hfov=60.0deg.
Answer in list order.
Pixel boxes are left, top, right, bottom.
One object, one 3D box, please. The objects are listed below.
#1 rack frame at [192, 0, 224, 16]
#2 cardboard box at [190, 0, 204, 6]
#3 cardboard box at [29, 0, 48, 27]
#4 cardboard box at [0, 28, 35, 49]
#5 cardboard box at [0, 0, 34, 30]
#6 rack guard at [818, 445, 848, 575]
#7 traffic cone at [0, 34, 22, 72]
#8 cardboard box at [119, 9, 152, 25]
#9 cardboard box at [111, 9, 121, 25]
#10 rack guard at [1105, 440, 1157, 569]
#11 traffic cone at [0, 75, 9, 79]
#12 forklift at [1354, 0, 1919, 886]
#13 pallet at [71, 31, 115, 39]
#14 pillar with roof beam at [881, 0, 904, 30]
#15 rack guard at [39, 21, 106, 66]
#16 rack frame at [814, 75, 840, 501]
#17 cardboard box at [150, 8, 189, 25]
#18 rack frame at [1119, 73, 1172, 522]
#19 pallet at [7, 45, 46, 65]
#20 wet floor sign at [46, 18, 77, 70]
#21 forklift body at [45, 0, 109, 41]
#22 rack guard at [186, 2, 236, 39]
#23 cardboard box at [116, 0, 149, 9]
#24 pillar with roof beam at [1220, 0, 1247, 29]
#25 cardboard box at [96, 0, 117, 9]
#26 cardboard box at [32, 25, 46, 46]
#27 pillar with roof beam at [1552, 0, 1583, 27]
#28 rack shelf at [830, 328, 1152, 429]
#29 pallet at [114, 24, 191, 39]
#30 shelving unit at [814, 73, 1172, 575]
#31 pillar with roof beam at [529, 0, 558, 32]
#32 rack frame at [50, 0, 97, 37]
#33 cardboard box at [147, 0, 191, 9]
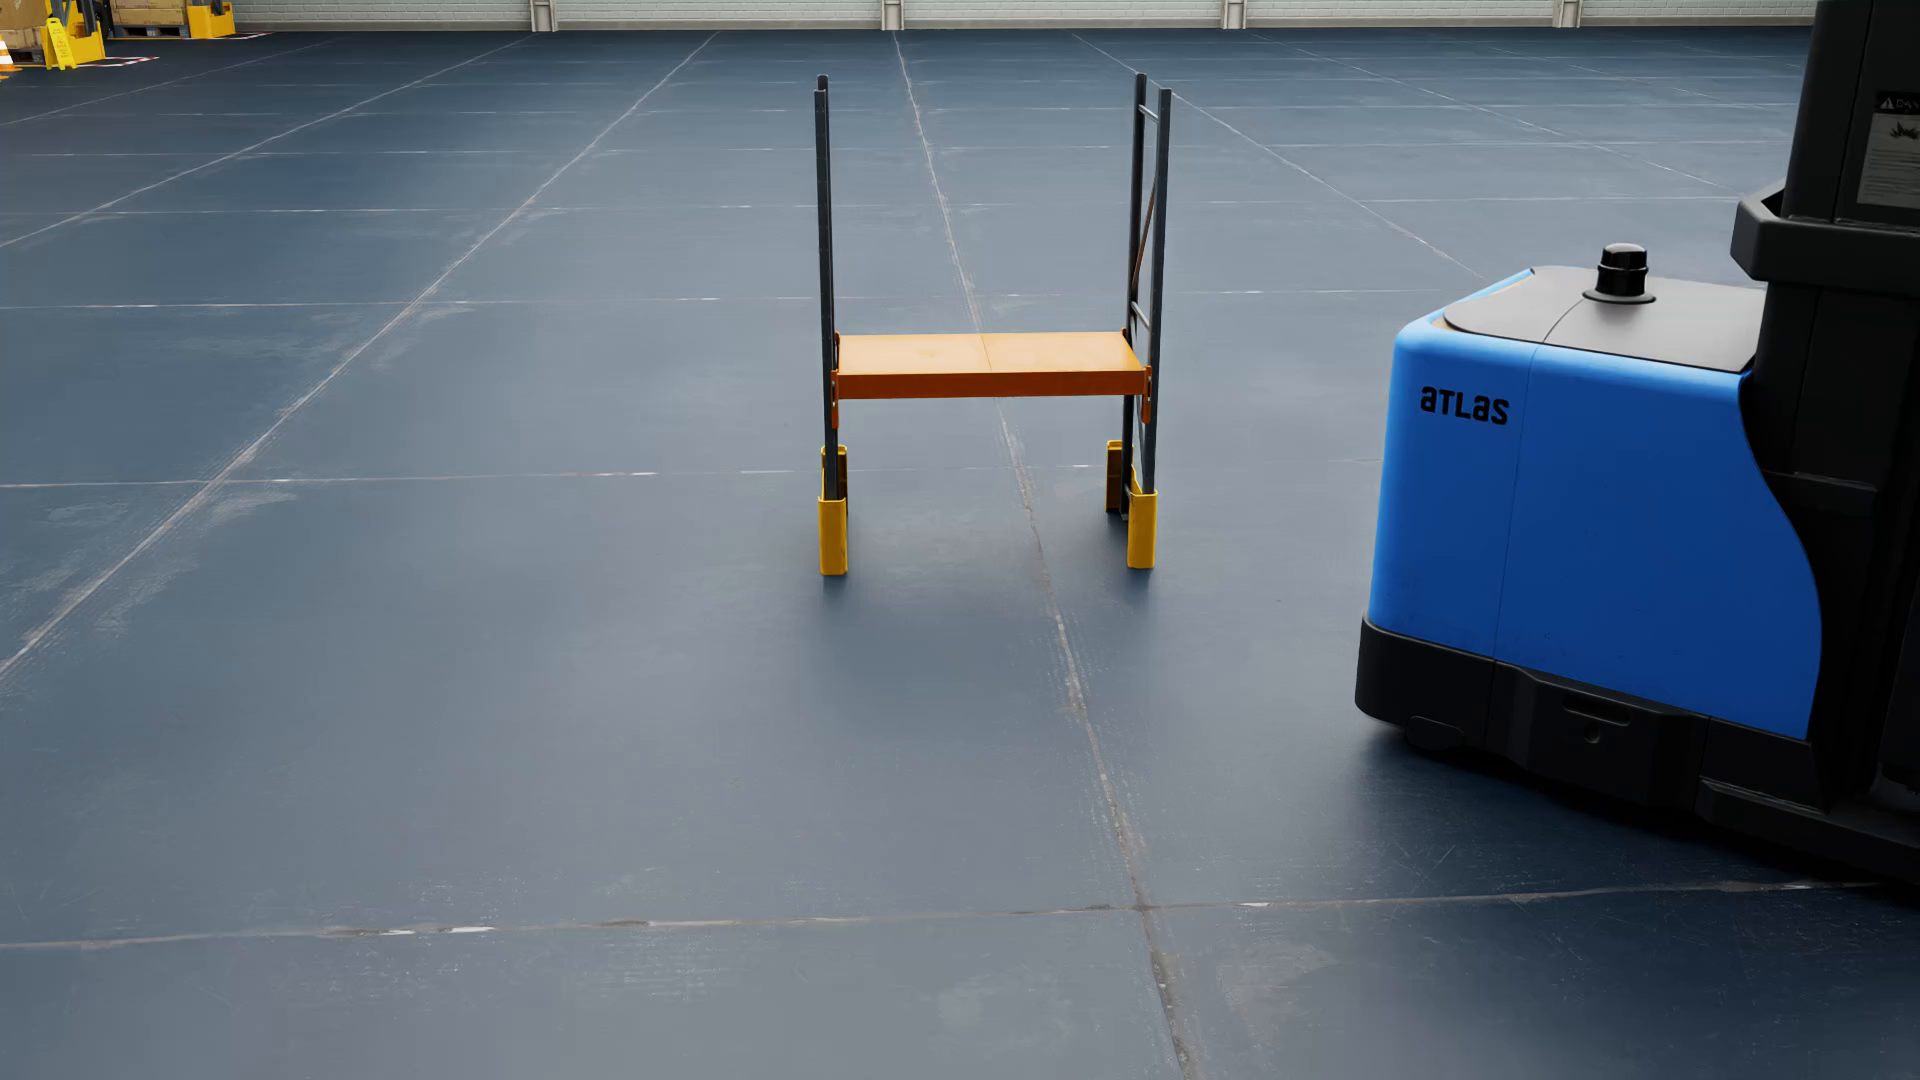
[{"bbox_3d":[-12.408,-9.768,27.062,0.127,3.000,1.000,-1,21,-3],"label":"rack frame"},{"bbox_3d":[-12.889,-8.977,27.556,0.500,0.250,0.500,-1,21,-2],"label":"cardboard box"},{"bbox_3d":[-12.966,-7.348,22.925,0.500,0.500,0.500,-2,21,-5],"label":"cardboard box"},{"bbox_3d":[-12.936,-6.804,22.550,0.500,0.250,0.500,-1,21,-3],"label":"cardboard box"},{"bbox_3d":[-12.906,-7.158,22.426,0.500,0.500,0.500,-1,21,-3],"label":"cardboard box"},{"bbox_3d":[-0.421,-0.108,5.554,0.087,0.250,0.587,-1,21,-3],"label":"rack guard"},{"bbox_3d":[-12.476,-6.352,21.656,0.334,0.463,0.336,-1,21,-3],"label":"traffic cone"},{"bbox_3d":[-13.356,-8.551,27.139,0.500,0.250,0.500,-1,21,-3],"label":"cardboard box"},{"bbox_3d":[-13.856,-8.544,27.121,0.500,0.250,0.500,-1,21,-2],"label":"cardboard box"},{"bbox_3d":[0.573,-0.128,5.607,0.087,0.250,0.587,-1,21,-3],"label":"rack guard"},{"bbox_3d":[-12.074,-5.965,20.638,0.334,0.463,0.336,-1,21,-3],"label":"traffic cone"},{"bbox_3d":[2.501,-0.690,3.314,3.031,2.935,1.130,15,26,35],"label":"forklift"},{"bbox_3d":[-14.384,-8.411,27.416,1.213,0.211,1.003,-1,21,-3],"label":"pallet"},{"bbox_3d":[-0.928,-11.592,23.422,0.400,9.000,9.100,-1,21,-3],"label":"pillar with roof beam"},{"bbox_3d":[-12.197,-6.835,22.872,0.348,0.500,1.175,-1,21,-3],"label":"rack guard"},{"bbox_3d":[-0.422,-0.692,5.332,0.032,1.500,0.500,-1,21,-3],"label":"rack frame"},{"bbox_3d":[-12.859,-8.558,27.157,0.500,0.250,0.500,-1,21,-3],"label":"cardboard box"},{"bbox_3d":[0.593,-0.713,5.386,0.032,1.500,0.500,-1,21,-3],"label":"rack frame"},{"bbox_3d":[-13.010,-6.696,22.913,1.213,0.211,1.003,-1,21,-3],"label":"pallet"},{"bbox_3d":[-11.870,-6.528,21.862,0.232,0.644,0.267,6,22,16],"label":"wet floor sign"},{"bbox_3d":[-14.197,-8.685,25.410,1.214,2.155,2.313,-1,21,-3],"label":"forklift body"},{"bbox_3d":[-12.384,-8.600,27.508,0.348,0.500,1.175,-1,21,-3],"label":"rack guard"},{"bbox_3d":[-13.377,-8.786,27.053,0.500,0.250,0.500,-1,21,-4],"label":"cardboard box"},{"bbox_3d":[5.062,-11.714,23.742,0.400,9.000,9.100,-1,21,-3],"label":"pillar with roof beam"},{"bbox_3d":[-13.892,-8.768,27.006,0.500,0.250,0.500,-2,21,-4],"label":"cardboard box"},{"bbox_3d":[-12.942,-6.998,23.060,0.500,0.250,0.500,-1,21,-3],"label":"cardboard box"},{"bbox_3d":[11.052,-11.836,24.062,0.400,9.000,9.100,-1,21,-3],"label":"pillar with roof beam"},{"bbox_3d":[0.085,-0.535,5.423,1.000,0.185,0.538,-1,21,-3],"label":"rack shelf"},{"bbox_3d":[-13.169,-8.435,27.478,1.213,0.211,1.003,-1,21,-3],"label":"pallet"},{"bbox_3d":[0.076,-0.702,5.358,1.083,1.500,0.587,-1,21,-3],"label":"shelving unit"},{"bbox_3d":[-6.918,-11.470,23.102,0.400,9.000,9.100,-1,21,-3],"label":"pillar with roof beam"},{"bbox_3d":[-12.121,-8.005,22.431,0.127,3.000,1.000,-1,21,-3],"label":"rack frame"},{"bbox_3d":[-12.876,-8.792,27.070,0.500,0.250,0.500,-1,21,-4],"label":"cardboard box"}]
